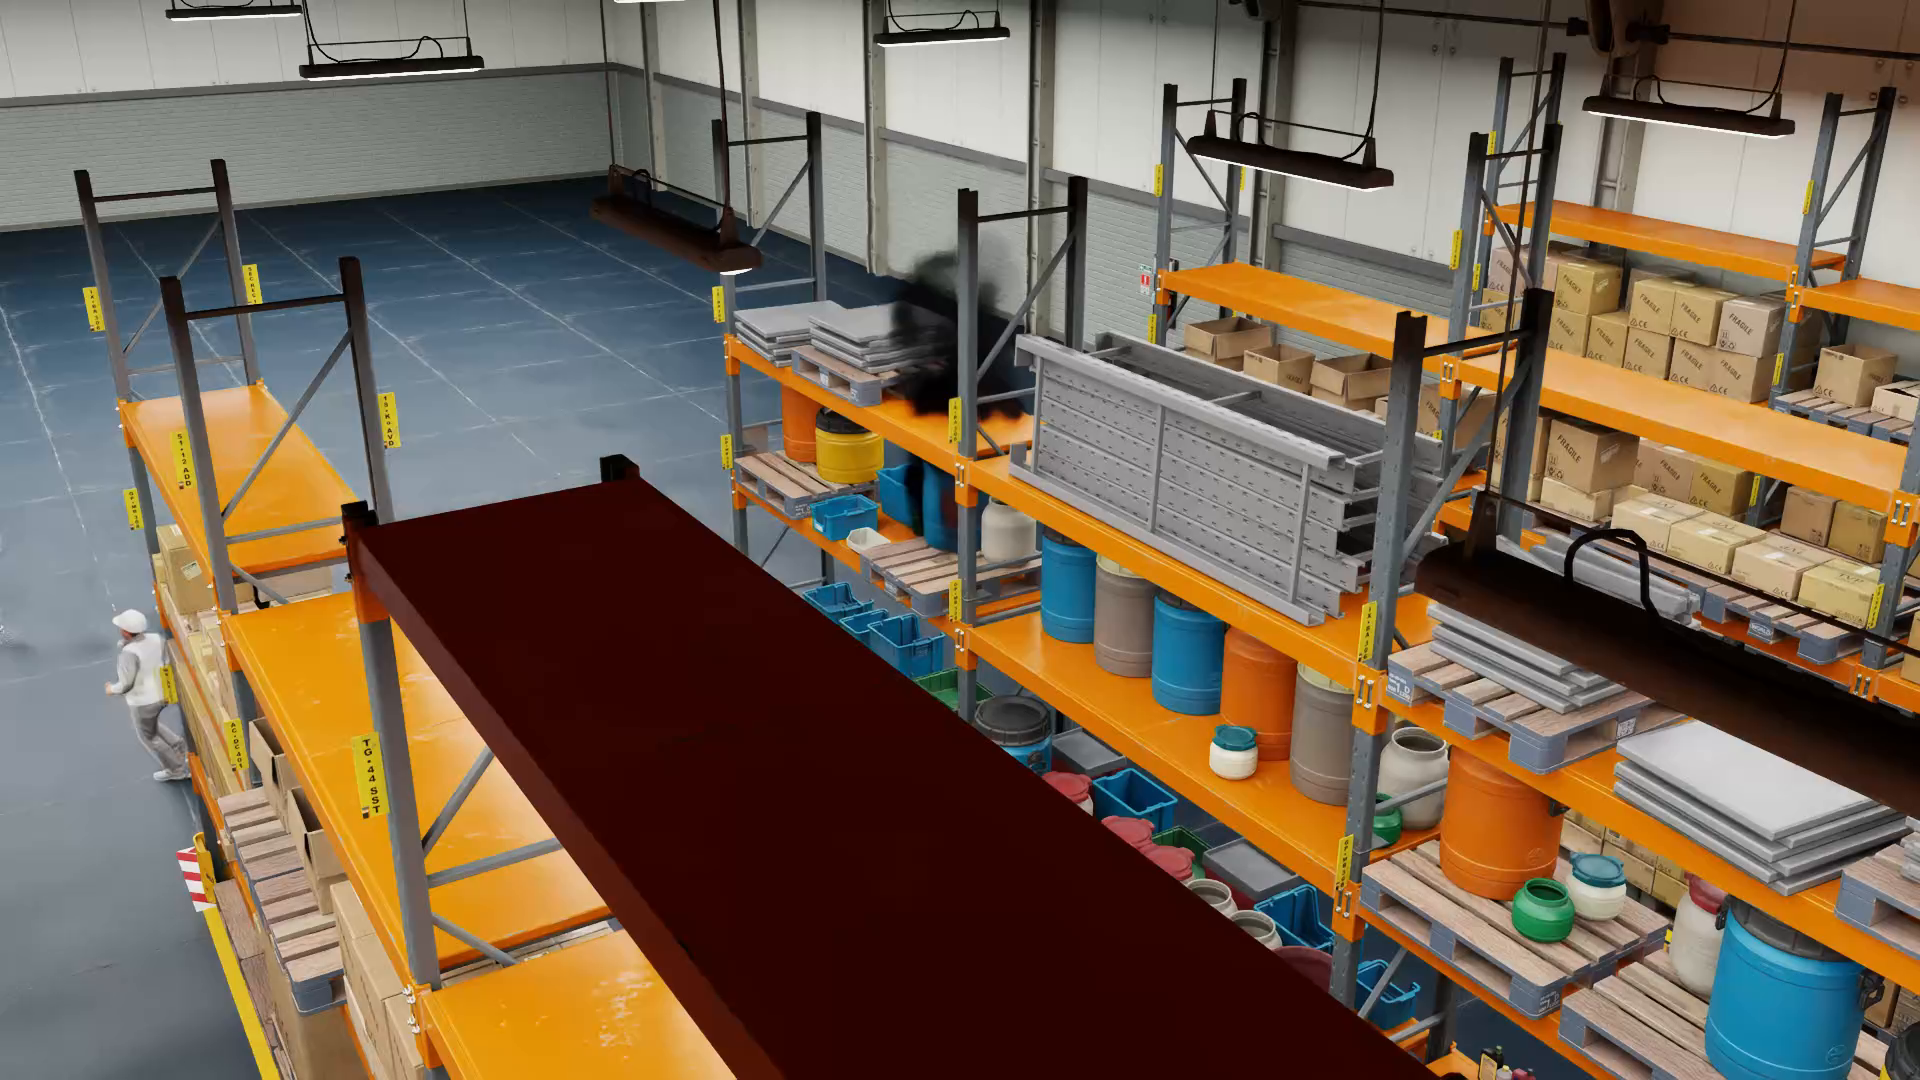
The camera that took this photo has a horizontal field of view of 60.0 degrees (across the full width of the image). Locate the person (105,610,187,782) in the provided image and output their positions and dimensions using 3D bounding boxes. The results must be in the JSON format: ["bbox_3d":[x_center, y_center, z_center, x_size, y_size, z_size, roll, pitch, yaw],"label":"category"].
[{"bbox_3d":[-7.593,1.448,15.454,0.567,1.741,0.670,2,22,6],"label":"person"}]
